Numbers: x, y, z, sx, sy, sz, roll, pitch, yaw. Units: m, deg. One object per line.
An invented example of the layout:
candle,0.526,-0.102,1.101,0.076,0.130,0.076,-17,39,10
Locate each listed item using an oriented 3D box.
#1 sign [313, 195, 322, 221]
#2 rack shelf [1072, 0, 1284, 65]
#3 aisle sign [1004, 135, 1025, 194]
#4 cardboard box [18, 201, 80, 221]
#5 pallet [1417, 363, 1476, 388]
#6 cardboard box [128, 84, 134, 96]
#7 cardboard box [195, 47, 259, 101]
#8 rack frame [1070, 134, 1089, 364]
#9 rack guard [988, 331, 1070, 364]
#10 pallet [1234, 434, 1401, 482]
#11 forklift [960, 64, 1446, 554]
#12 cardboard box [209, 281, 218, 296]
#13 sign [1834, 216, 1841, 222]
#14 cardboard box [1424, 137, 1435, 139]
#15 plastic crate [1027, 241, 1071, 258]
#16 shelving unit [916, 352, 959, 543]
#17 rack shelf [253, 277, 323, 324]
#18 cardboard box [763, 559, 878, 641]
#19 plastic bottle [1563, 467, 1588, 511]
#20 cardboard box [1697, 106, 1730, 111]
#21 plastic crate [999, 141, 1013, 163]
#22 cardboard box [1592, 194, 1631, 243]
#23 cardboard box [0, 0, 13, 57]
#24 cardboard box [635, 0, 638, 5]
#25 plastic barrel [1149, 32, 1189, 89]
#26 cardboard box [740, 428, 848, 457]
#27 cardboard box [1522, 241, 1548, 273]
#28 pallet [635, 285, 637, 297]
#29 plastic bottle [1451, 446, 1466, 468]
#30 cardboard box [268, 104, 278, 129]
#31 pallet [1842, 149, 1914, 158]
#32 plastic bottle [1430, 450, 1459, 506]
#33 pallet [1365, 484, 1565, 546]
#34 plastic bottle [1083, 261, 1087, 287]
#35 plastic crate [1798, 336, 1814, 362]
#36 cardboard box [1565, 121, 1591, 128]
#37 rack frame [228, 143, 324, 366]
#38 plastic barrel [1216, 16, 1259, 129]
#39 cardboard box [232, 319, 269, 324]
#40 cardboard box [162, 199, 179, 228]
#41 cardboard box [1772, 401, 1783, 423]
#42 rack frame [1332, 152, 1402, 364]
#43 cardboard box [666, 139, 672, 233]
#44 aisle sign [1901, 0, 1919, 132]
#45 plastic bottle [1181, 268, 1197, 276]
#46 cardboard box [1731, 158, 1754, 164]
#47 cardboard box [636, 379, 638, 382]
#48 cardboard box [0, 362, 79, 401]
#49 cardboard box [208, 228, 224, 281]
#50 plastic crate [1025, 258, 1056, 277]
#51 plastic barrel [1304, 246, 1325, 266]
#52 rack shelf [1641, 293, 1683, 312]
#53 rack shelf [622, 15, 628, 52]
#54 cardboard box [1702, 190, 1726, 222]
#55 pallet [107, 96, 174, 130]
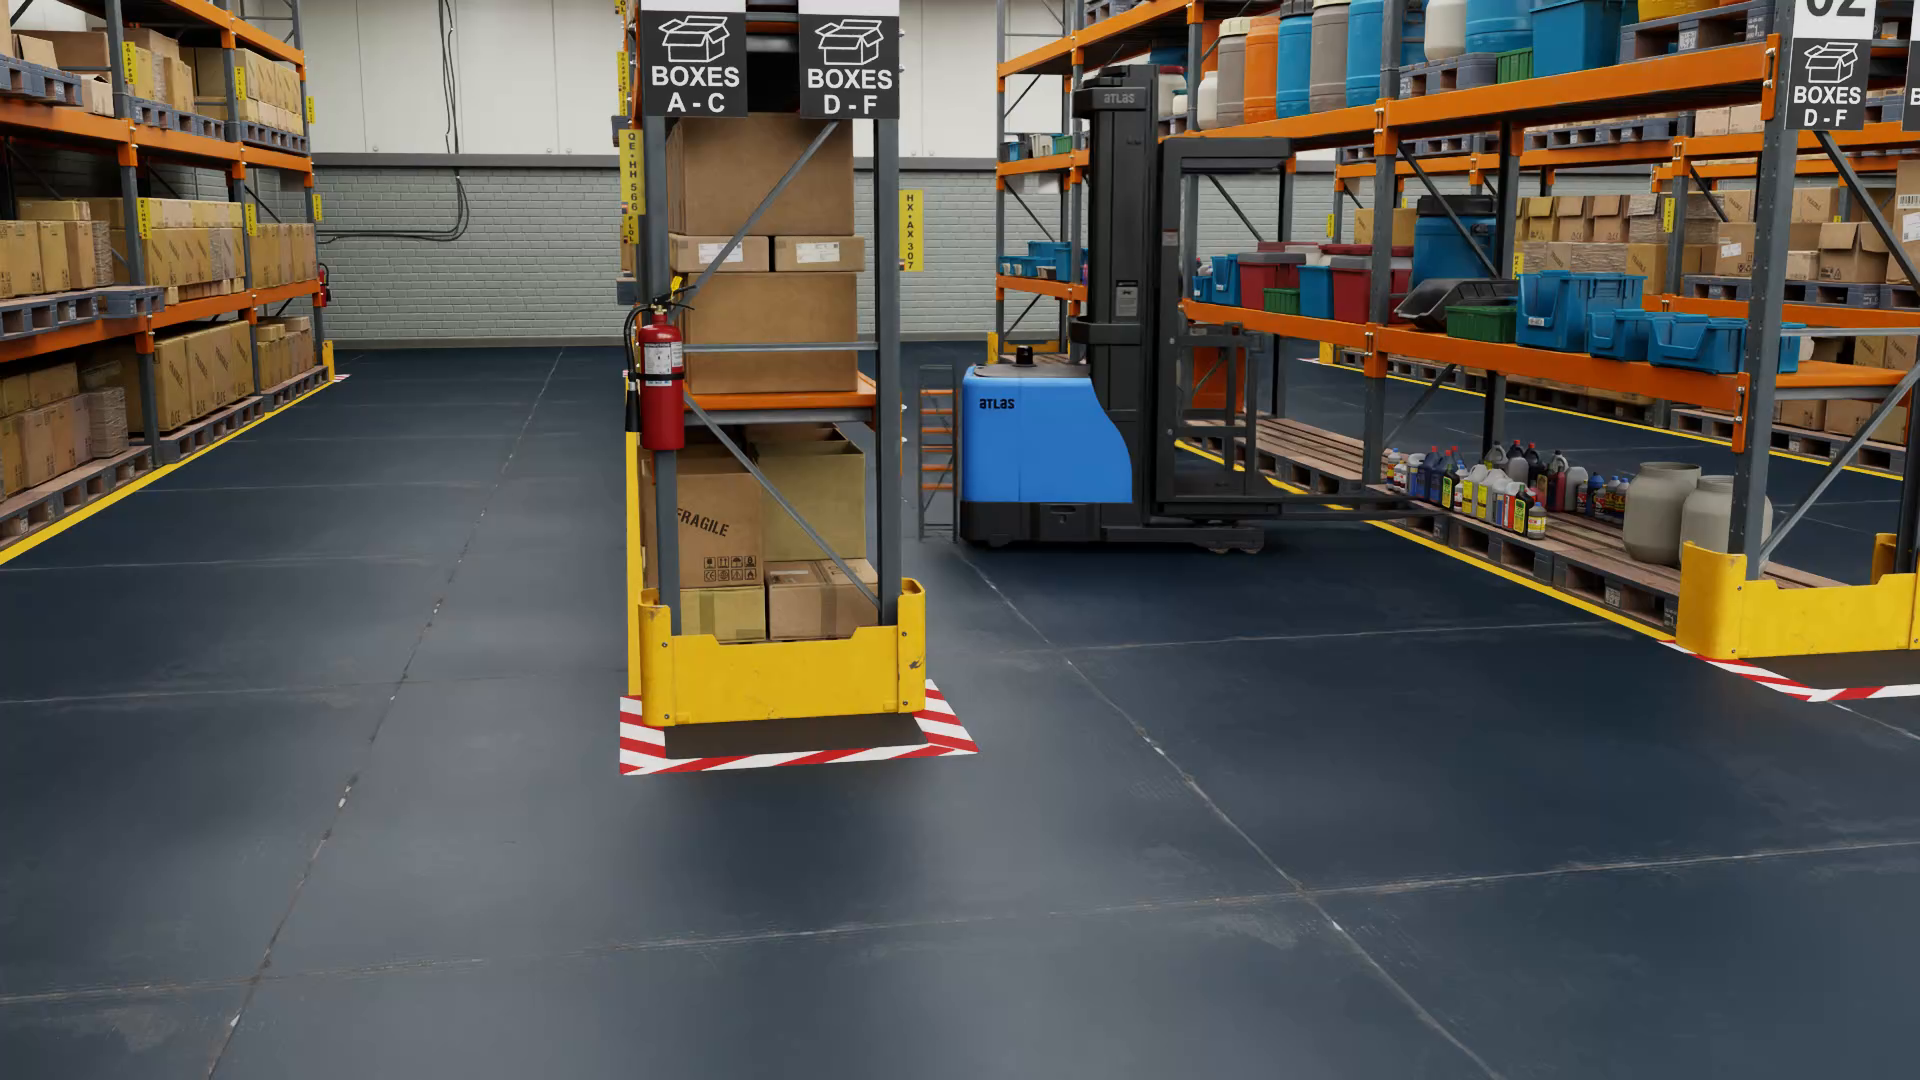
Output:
sign,-8.181,-4.229,21.165,0.100,0.325,0.005,-2,11,-11
rack shelf,2.169,-5.184,16.860,1.077,0.370,4.000,-2,11,-11
aisle sign,0.697,-5.167,22.868,0.394,0.787,0.004,-2,11,-11
cardboard box,-6.986,-2.523,12.751,0.380,0.149,0.250,-4,12,-21
pallet,6.567,-2.106,21.198,1.003,0.211,1.213,-2,11,-11
cardboard box,-7.465,-3.981,14.122,0.700,0.500,0.500,-3,11,-14
cardboard box,-7.801,-4.958,17.706,0.500,0.500,0.500,-2,11,-12
rack frame,1.780,-3.154,19.244,1.000,3.000,0.127,-2,11,-11
rack guard,0.985,-2.663,23.352,1.175,0.500,0.348,-2,11,-11
pallet,2.905,-0.683,13.723,1.003,0.211,1.213,-2,11,-11
forklift,1.527,-1.456,10.508,3.031,2.935,1.130,0,11,2
cardboard box,-7.424,-2.440,16.112,0.380,0.149,0.250,-2,11,-11
sign,10.993,-3.900,20.848,0.100,0.325,0.005,-2,11,-11
cardboard box,6.327,-5.352,21.113,0.700,0.500,0.500,-2,11,-8
plastic crate,1.250,-3.880,22.802,0.616,0.435,0.499,-2,11,-11
shelving unit,-0.141,-0.587,10.573,0.258,1.200,0.189,0,11,2
rack shelf,-8.327,-2.807,19.345,1.077,0.370,4.000,-2,11,-11
cardboard box,-0.632,0.265,7.515,0.500,0.250,0.500,-2,11,-11
plastic bottle,3.872,-0.333,10.529,0.152,0.276,0.135,-2,11,-10
cardboard box,7.256,-4.273,15.497,0.500,0.500,0.500,-2,11,-10
plastic crate,0.804,-5.216,22.406,0.497,0.269,0.590,-2,11,-11
cardboard box,7.166,-3.396,17.569,0.797,0.503,0.637,-2,11,-10
cardboard box,-6.650,-3.385,11.043,0.500,0.500,0.500,-3,11,-13
cardboard box,-1.327,-3.000,8.639,0.797,0.503,0.637,-1,11,-5
plastic barrel,2.262,-4.772,17.262,0.600,0.901,0.708,-2,11,-11
cardboard box,-0.841,-0.287,8.405,0.500,0.500,0.500,-2,11,-11
cardboard box,6.678,-3.106,18.723,0.500,0.500,0.500,-2,11,-12
pallet,-2.684,-2.503,16.337,1.003,0.211,1.213,-2,11,-11
plastic bottle,3.227,-0.443,10.912,0.144,0.351,0.185,-2,11,-11
cardboard box,-8.006,-4.773,18.739,0.500,0.250,0.500,-2,11,-13
pallet,11.539,-4.760,20.162,1.213,0.211,1.003,-2,11,-11
plastic bottle,3.123,-0.404,10.702,0.144,0.351,0.185,-3,11,-13
pallet,3.426,-0.192,11.140,1.003,0.211,1.213,-2,11,-11
plastic bottle,1.433,-3.014,18.820,0.061,0.283,0.133,-2,11,-11
plastic crate,4.256,-0.999,8.629,0.298,0.136,0.250,-2,11,-11
cardboard box,6.998,-4.705,17.971,0.797,0.503,0.637,-2,11,-12
rack frame,-8.716,-3.527,21.205,1.000,3.000,0.127,-2,11,-11
plastic barrel,2.505,-3.981,14.229,0.600,0.901,0.600,0,11,0
cardboard box,-8.554,-2.576,20.037,0.380,0.149,0.250,-2,11,-11
cardboard box,-7.101,-2.824,14.392,0.500,0.250,0.500,-2,11,-12
cardboard box,7.687,-1.365,15.354,0.700,0.500,0.500,-3,11,-16
rack frame,5.860,-4.067,24.044,1.000,3.000,0.127,-2,11,-11
cardboard box,-1.235,-1.928,9.066,0.700,0.500,0.500,-2,11,-11
aisle sign,4.415,-2.227,7.424,0.394,0.787,0.004,-2,11,-11
plastic bottle,2.371,-2.741,17.205,0.144,0.351,0.185,-2,11,-11
cardboard box,10.883,-5.252,22.645,0.500,0.250,0.500,-2,11,-11
cardboard box,-2.488,-1.265,14.051,0.500,0.311,0.500,-2,11,-9
cardboard box,-6.919,-1.179,12.374,0.500,0.250,0.500,-2,11,-10
cardboard box,-7.402,-2.737,15.940,0.500,0.500,0.500,-2,11,-11
plastic crate,1.042,-3.481,21.249,0.416,0.233,0.300,-2,11,-11
plastic barrel,3.050,-2.217,14.022,0.421,0.512,0.421,0,11,0
rack shelf,7.027,-2.614,18.330,1.077,0.370,4.000,-2,11,-11
rack shelf,-2.690,-5.005,15.917,1.077,0.370,4.000,-2,11,-11
cardboard box,10.756,-4.635,23.290,0.500,0.500,0.500,-2,11,-12
pallet,-7.337,-3.557,13.844,1.213,0.211,1.003,-2,11,-8
